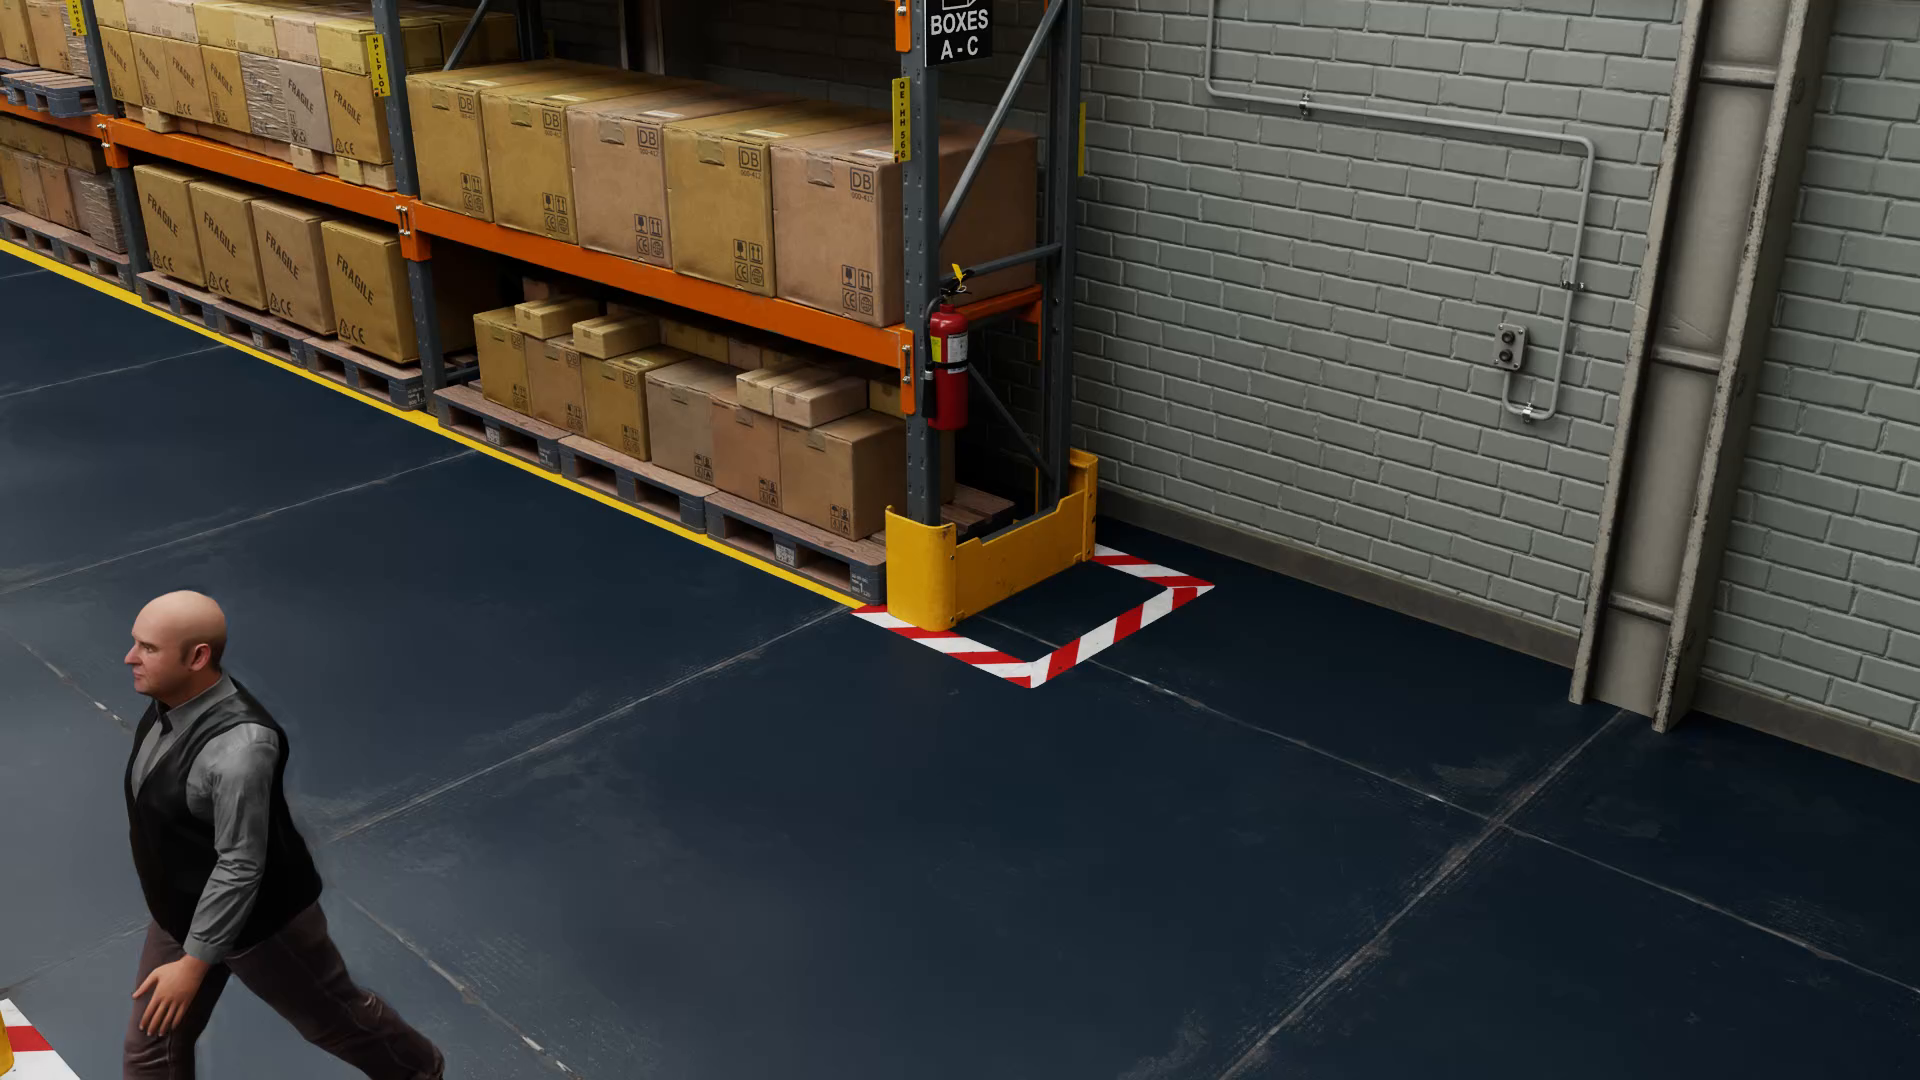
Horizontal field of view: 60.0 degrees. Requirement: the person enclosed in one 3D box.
[{"bbox_3d":[-1.824,0.919,4.012,0.558,1.658,1.043,20,31,37],"label":"person"}]
